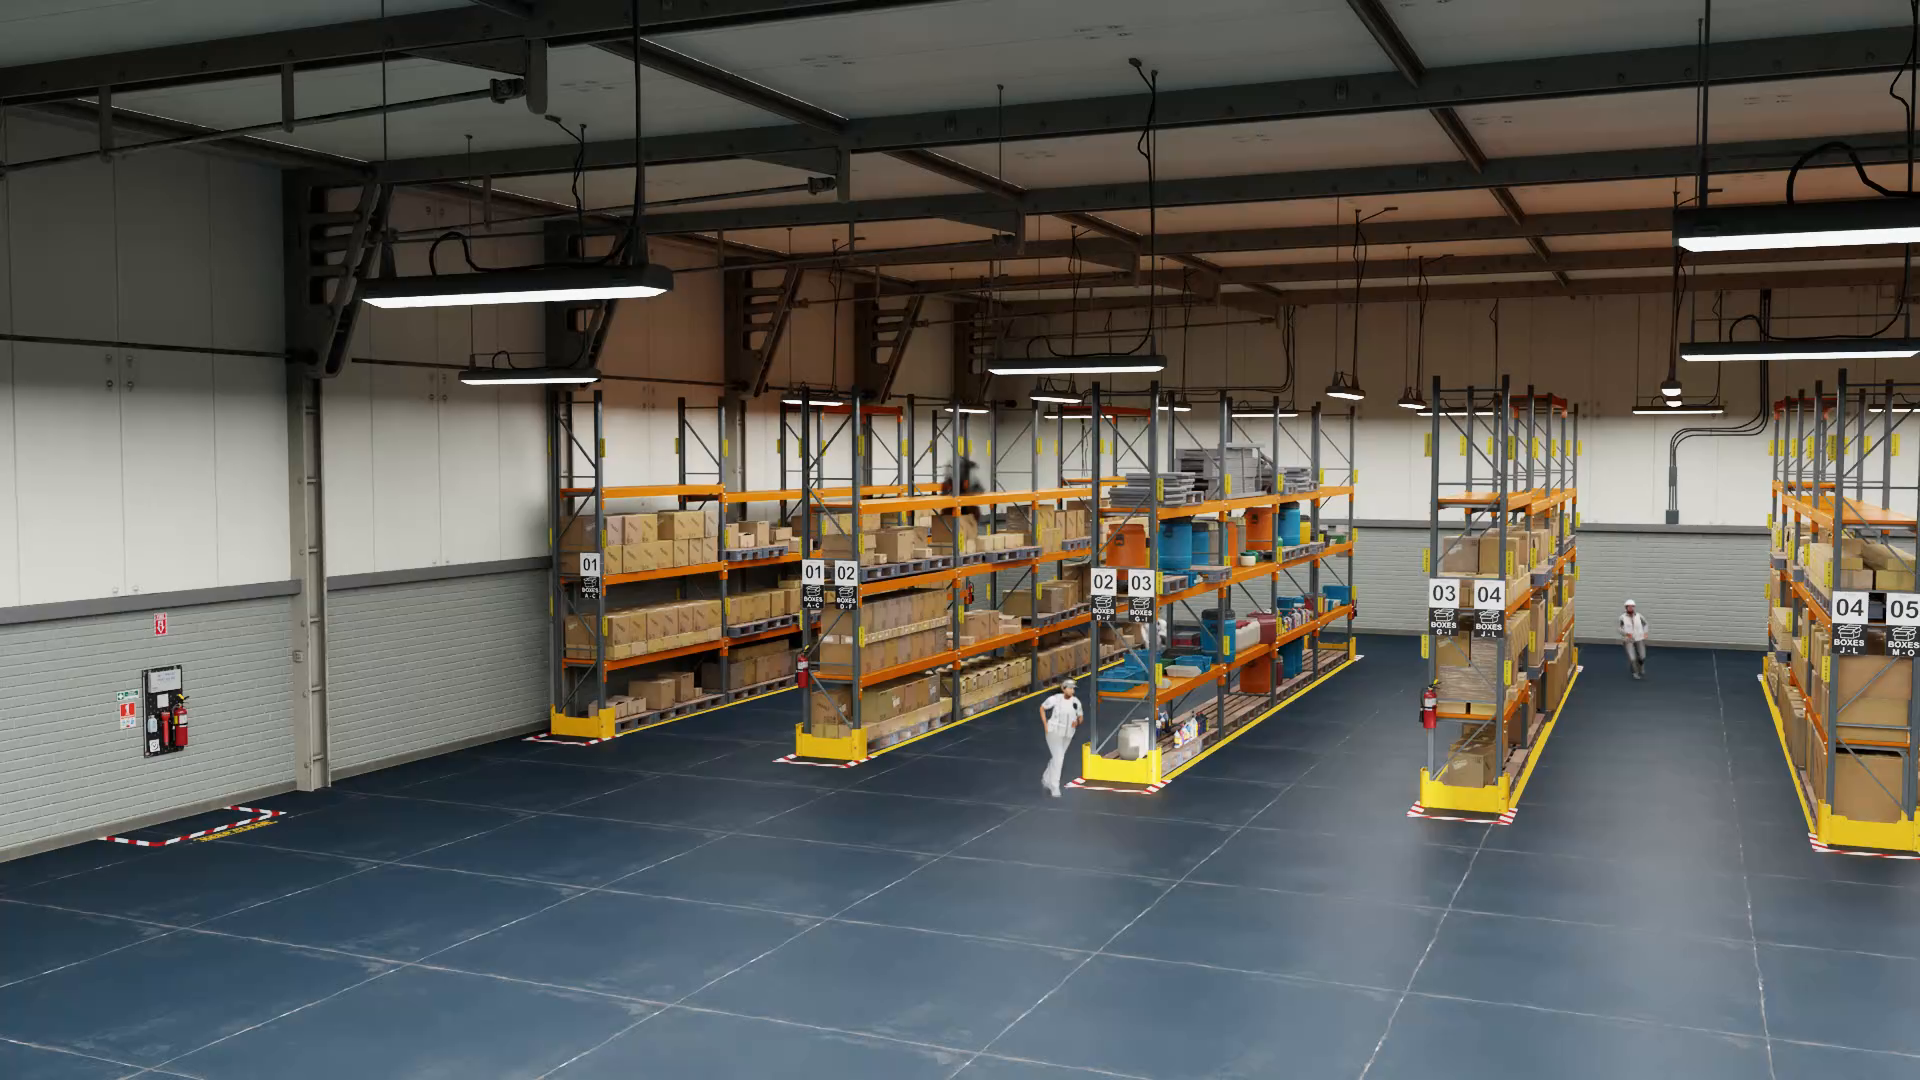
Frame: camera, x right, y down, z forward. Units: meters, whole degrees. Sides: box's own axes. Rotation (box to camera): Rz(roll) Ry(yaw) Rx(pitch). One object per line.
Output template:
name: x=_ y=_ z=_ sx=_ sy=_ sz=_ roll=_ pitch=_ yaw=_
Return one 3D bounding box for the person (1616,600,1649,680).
person: x=14.578 y=2.163 z=36.037 sx=0.678 sy=1.712 sz=0.529 roll=1 pitch=3 yaw=17

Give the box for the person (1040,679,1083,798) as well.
person: x=1.479 y=2.861 z=24.183 sx=0.586 sy=1.694 sz=0.704 roll=-2 pitch=4 yaw=-27

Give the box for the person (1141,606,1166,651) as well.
person: x=4.070 y=2.230 z=34.935 sx=0.593 sy=1.751 sz=0.699 roll=1 pitch=3 yaw=15
